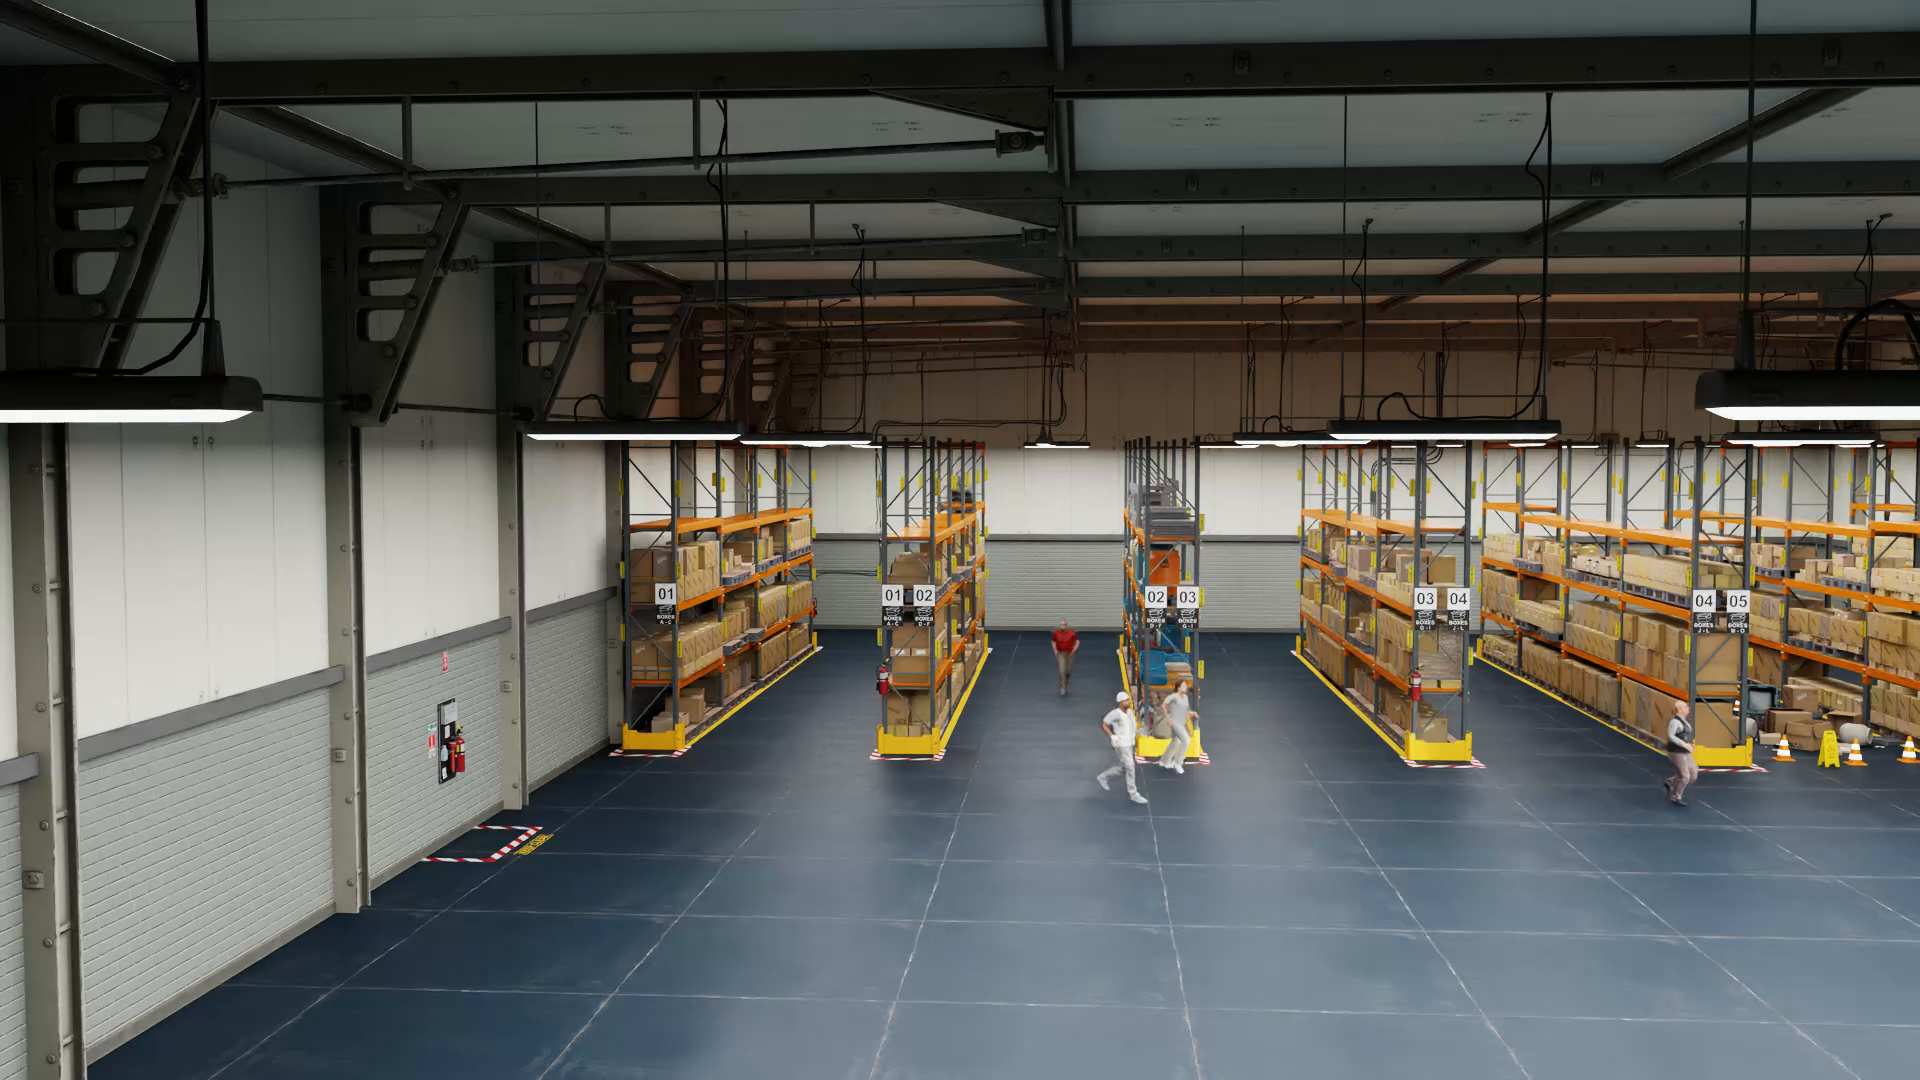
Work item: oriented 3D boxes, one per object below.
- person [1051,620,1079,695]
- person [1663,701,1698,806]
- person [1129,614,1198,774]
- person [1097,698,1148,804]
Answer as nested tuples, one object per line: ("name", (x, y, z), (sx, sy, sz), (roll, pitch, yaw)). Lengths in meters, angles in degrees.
("person", (2.491, 2.762, 39.477), (0.646, 1.739, 0.805), (0, 3, 4))
("person", (11.637, 3.441, 26.877), (0.573, 1.687, 0.553), (3, 4, 43))
("person", (4.218, 2.972, 36.094), (8.073, 1.673, 11.110), (2, 4, 37))
("person", (13.258, 2.256, 31.604), (14.596, 3.557, 19.119), (2, 4, 31))
